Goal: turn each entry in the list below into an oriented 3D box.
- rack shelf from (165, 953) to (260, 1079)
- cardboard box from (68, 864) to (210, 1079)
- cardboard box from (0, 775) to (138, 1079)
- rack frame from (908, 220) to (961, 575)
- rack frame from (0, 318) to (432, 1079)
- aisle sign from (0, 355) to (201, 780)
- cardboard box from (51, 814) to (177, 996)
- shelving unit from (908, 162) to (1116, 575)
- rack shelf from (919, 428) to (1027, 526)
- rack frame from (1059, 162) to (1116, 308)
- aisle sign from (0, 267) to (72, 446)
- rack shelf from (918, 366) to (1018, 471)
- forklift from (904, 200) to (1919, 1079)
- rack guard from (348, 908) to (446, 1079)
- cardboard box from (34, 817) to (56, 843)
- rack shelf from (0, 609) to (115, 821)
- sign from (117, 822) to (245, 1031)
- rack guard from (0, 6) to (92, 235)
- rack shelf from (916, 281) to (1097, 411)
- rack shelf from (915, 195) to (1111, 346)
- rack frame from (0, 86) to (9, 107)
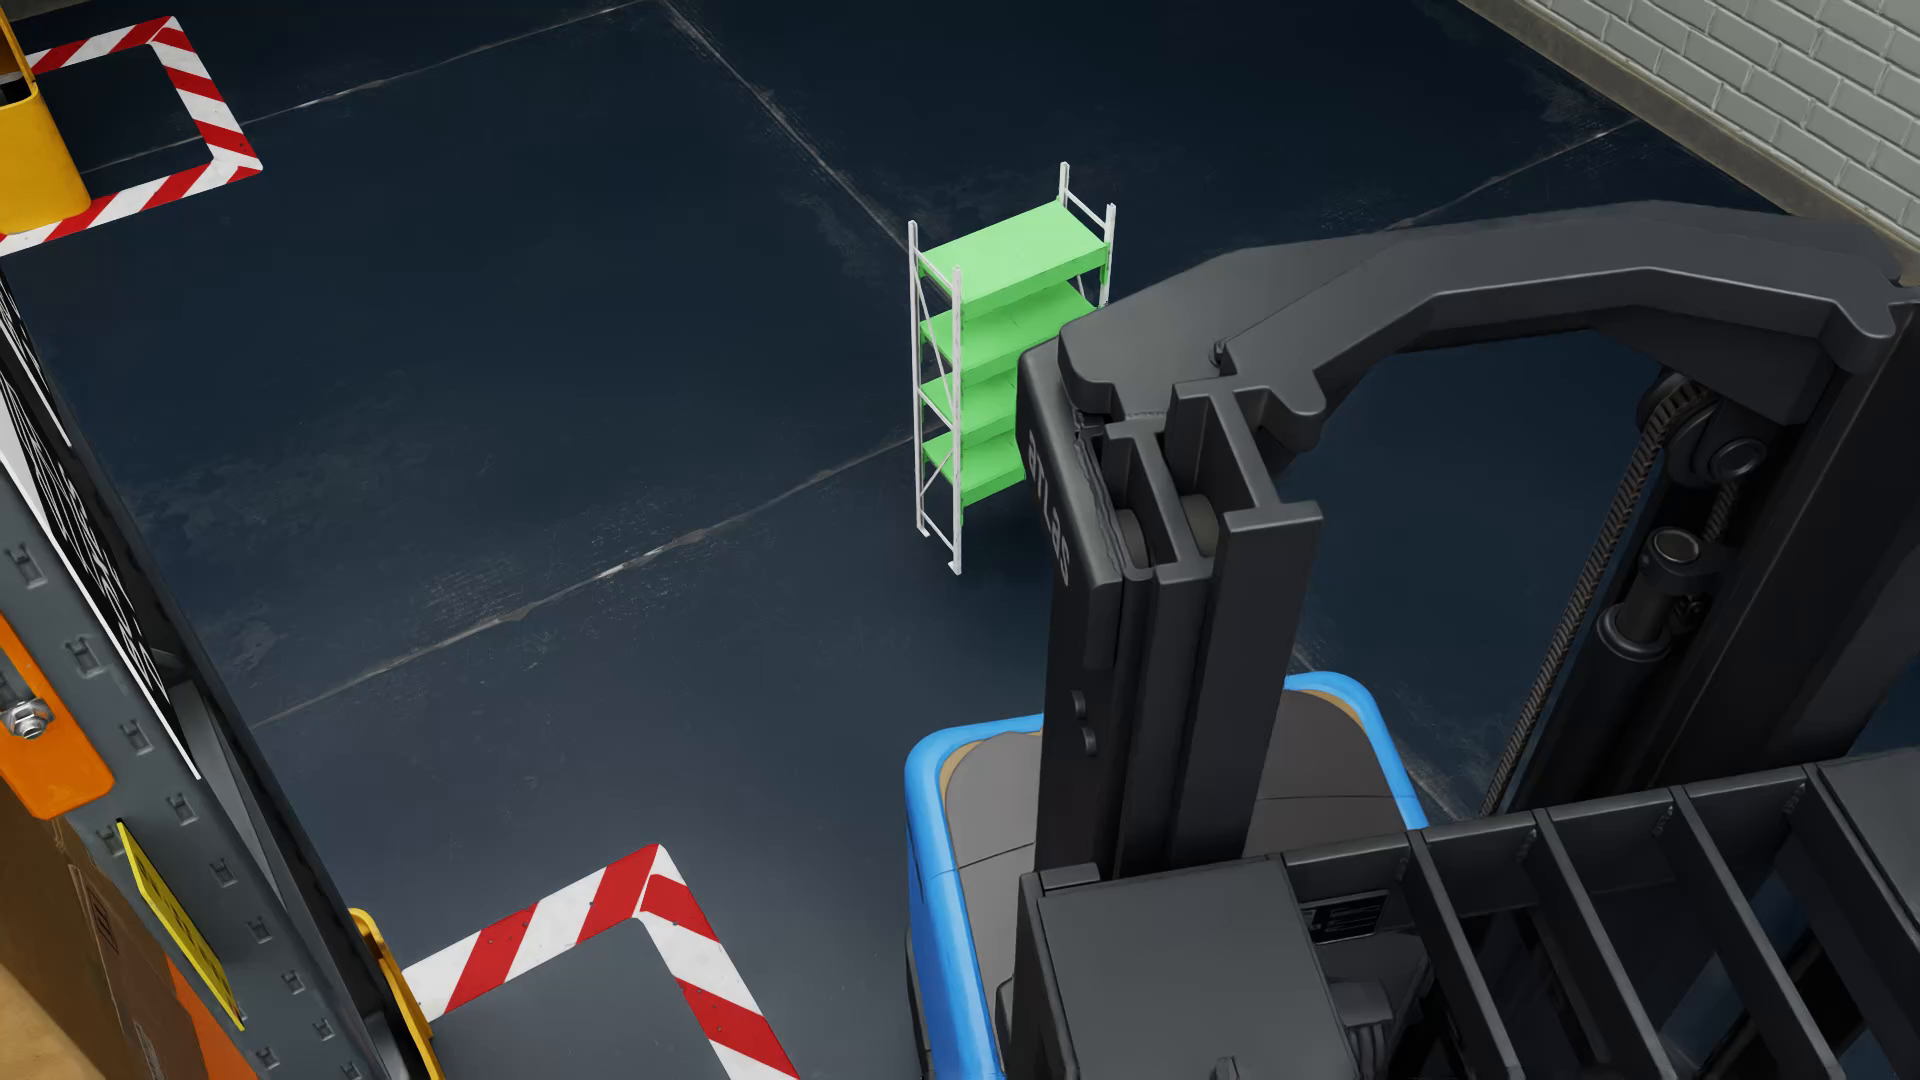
[{"bbox_3d":[-2.840,1.607,2.292,4.000,0.370,1.077,-25,53,-21],"label":"rack shelf"},{"bbox_3d":[-1.382,0.888,2.384,0.500,0.500,0.500,-24,52,-20],"label":"cardboard box"},{"bbox_3d":[-1.378,0.556,2.010,0.500,0.500,0.500,-26,53,-21],"label":"cardboard box"},{"bbox_3d":[-0.066,-0.368,4.774,0.015,1.200,0.240,-25,53,-21],"label":"rack frame"},{"bbox_3d":[-1.149,0.570,2.733,0.127,3.000,1.000,-25,53,-21],"label":"rack frame"},{"bbox_3d":[-0.928,-0.128,1.614,0.004,0.787,0.394,-25,53,-21],"label":"aisle sign"},{"bbox_3d":[-1.665,0.547,2.687,0.500,0.500,0.500,-24,53,-20],"label":"cardboard box"},{"bbox_3d":[0.140,-0.465,4.861,0.503,1.200,0.258,-25,53,-21],"label":"shelving unit"},{"bbox_3d":[0.140,-0.263,5.088,0.480,0.148,0.258,-25,53,-21],"label":"rack shelf"},{"bbox_3d":[0.346,-0.562,4.947,0.015,1.200,0.240,-25,53,-21],"label":"rack frame"},{"bbox_3d":[-1.248,-0.507,1.952,0.004,0.787,0.394,-25,53,-21],"label":"aisle sign"},{"bbox_3d":[0.140,-0.422,4.908,0.480,0.148,0.258,-25,53,-21],"label":"rack shelf"},{"bbox_3d":[0.646,1.160,2.254,1.130,2.935,3.031,-8,49,-7],"label":"forklift"},{"bbox_3d":[-1.213,1.432,3.640,0.348,0.500,1.175,-25,53,-21],"label":"rack guard"},{"bbox_3d":[-1.665,0.215,2.314,0.500,0.500,0.500,-24,52,-20],"label":"cardboard box"},{"bbox_3d":[-2.840,0.609,1.172,4.000,0.370,1.077,-25,53,-21],"label":"rack shelf"},{"bbox_3d":[-0.870,0.439,1.864,0.005,0.325,0.100,-25,53,-21],"label":"sign"},{"bbox_3d":[-3.775,-1.735,6.460,0.348,0.500,1.175,-25,53,-21],"label":"rack guard"},{"bbox_3d":[0.140,-0.582,4.729,0.480,0.148,0.258,-25,53,-21],"label":"rack shelf"},{"bbox_3d":[0.140,-0.742,4.550,0.480,0.148,0.258,-25,53,-21],"label":"rack shelf"},{"bbox_3d":[-3.795,-2.557,5.518,0.127,3.000,1.000,-25,53,-21],"label":"rack frame"}]
